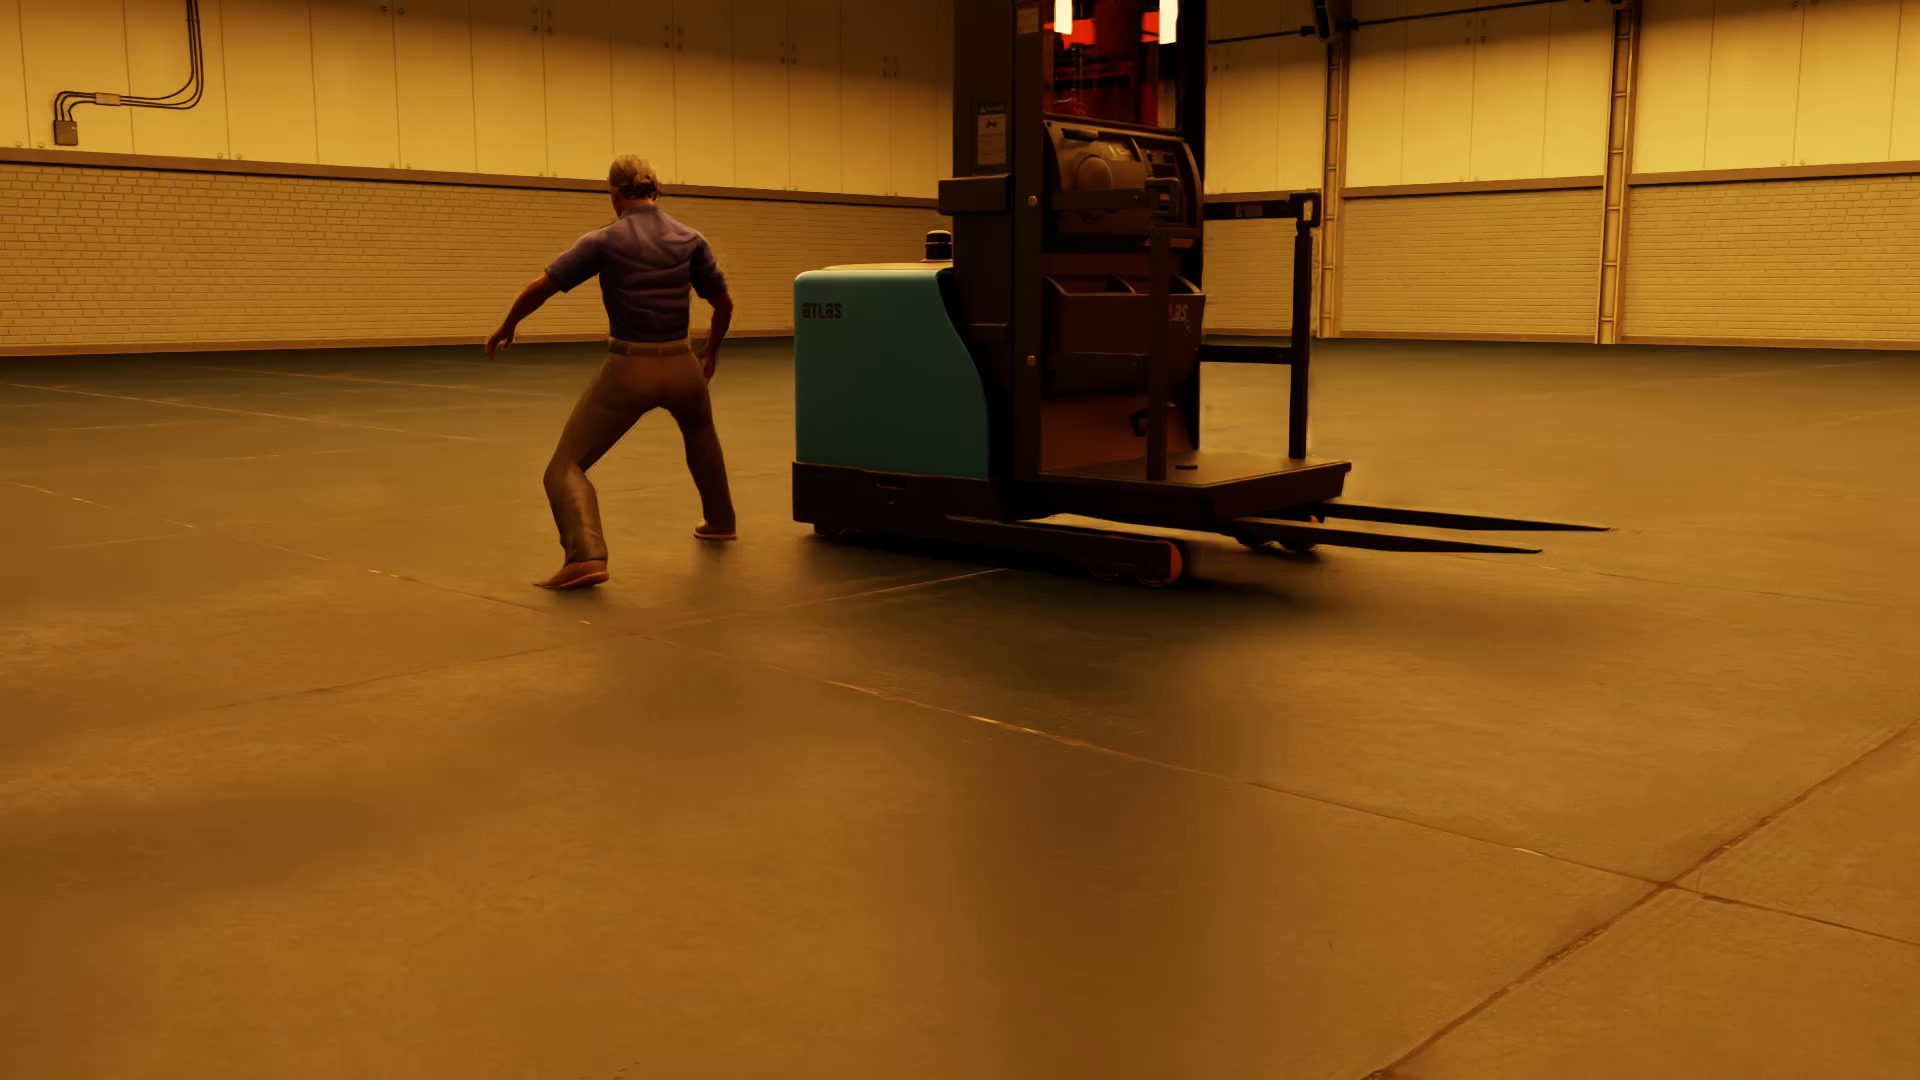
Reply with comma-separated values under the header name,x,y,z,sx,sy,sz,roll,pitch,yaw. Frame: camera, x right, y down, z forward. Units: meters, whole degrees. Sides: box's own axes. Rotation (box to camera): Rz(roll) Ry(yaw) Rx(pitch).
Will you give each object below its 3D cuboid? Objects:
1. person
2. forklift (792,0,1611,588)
name,x,y,z,sx,sy,sz,roll,pitch,yaw
person,-1.181,-0.619,5.996,0.936,1.517,0.876,-5,10,-28
forklift,0.775,-1.376,6.013,3.031,2.935,1.130,7,11,39
